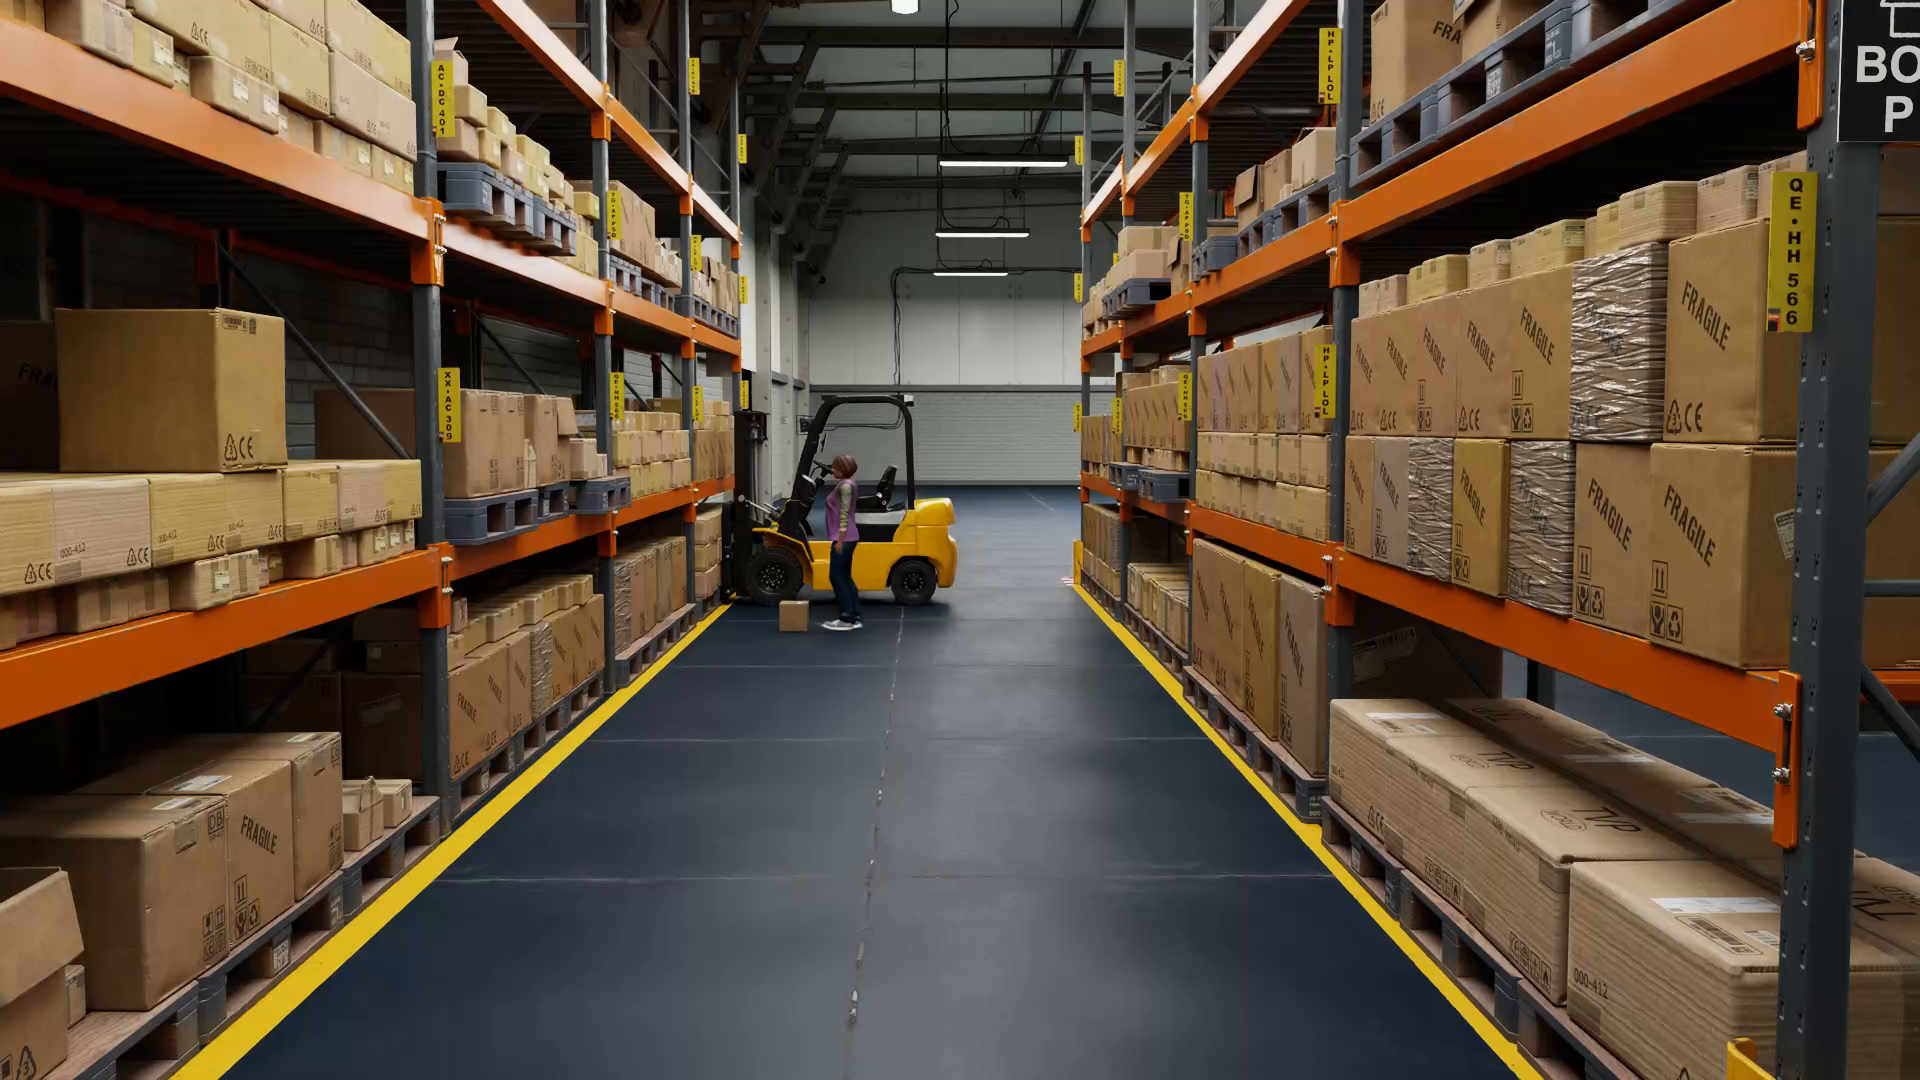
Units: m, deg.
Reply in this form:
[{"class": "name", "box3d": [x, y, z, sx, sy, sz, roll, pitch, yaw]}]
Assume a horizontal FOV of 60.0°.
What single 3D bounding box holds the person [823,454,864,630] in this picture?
[{"class": "person", "box3d": [-1.055, 0.029, 14.964, 0.360, 1.586, 0.405, 0, 4, 0]}]
